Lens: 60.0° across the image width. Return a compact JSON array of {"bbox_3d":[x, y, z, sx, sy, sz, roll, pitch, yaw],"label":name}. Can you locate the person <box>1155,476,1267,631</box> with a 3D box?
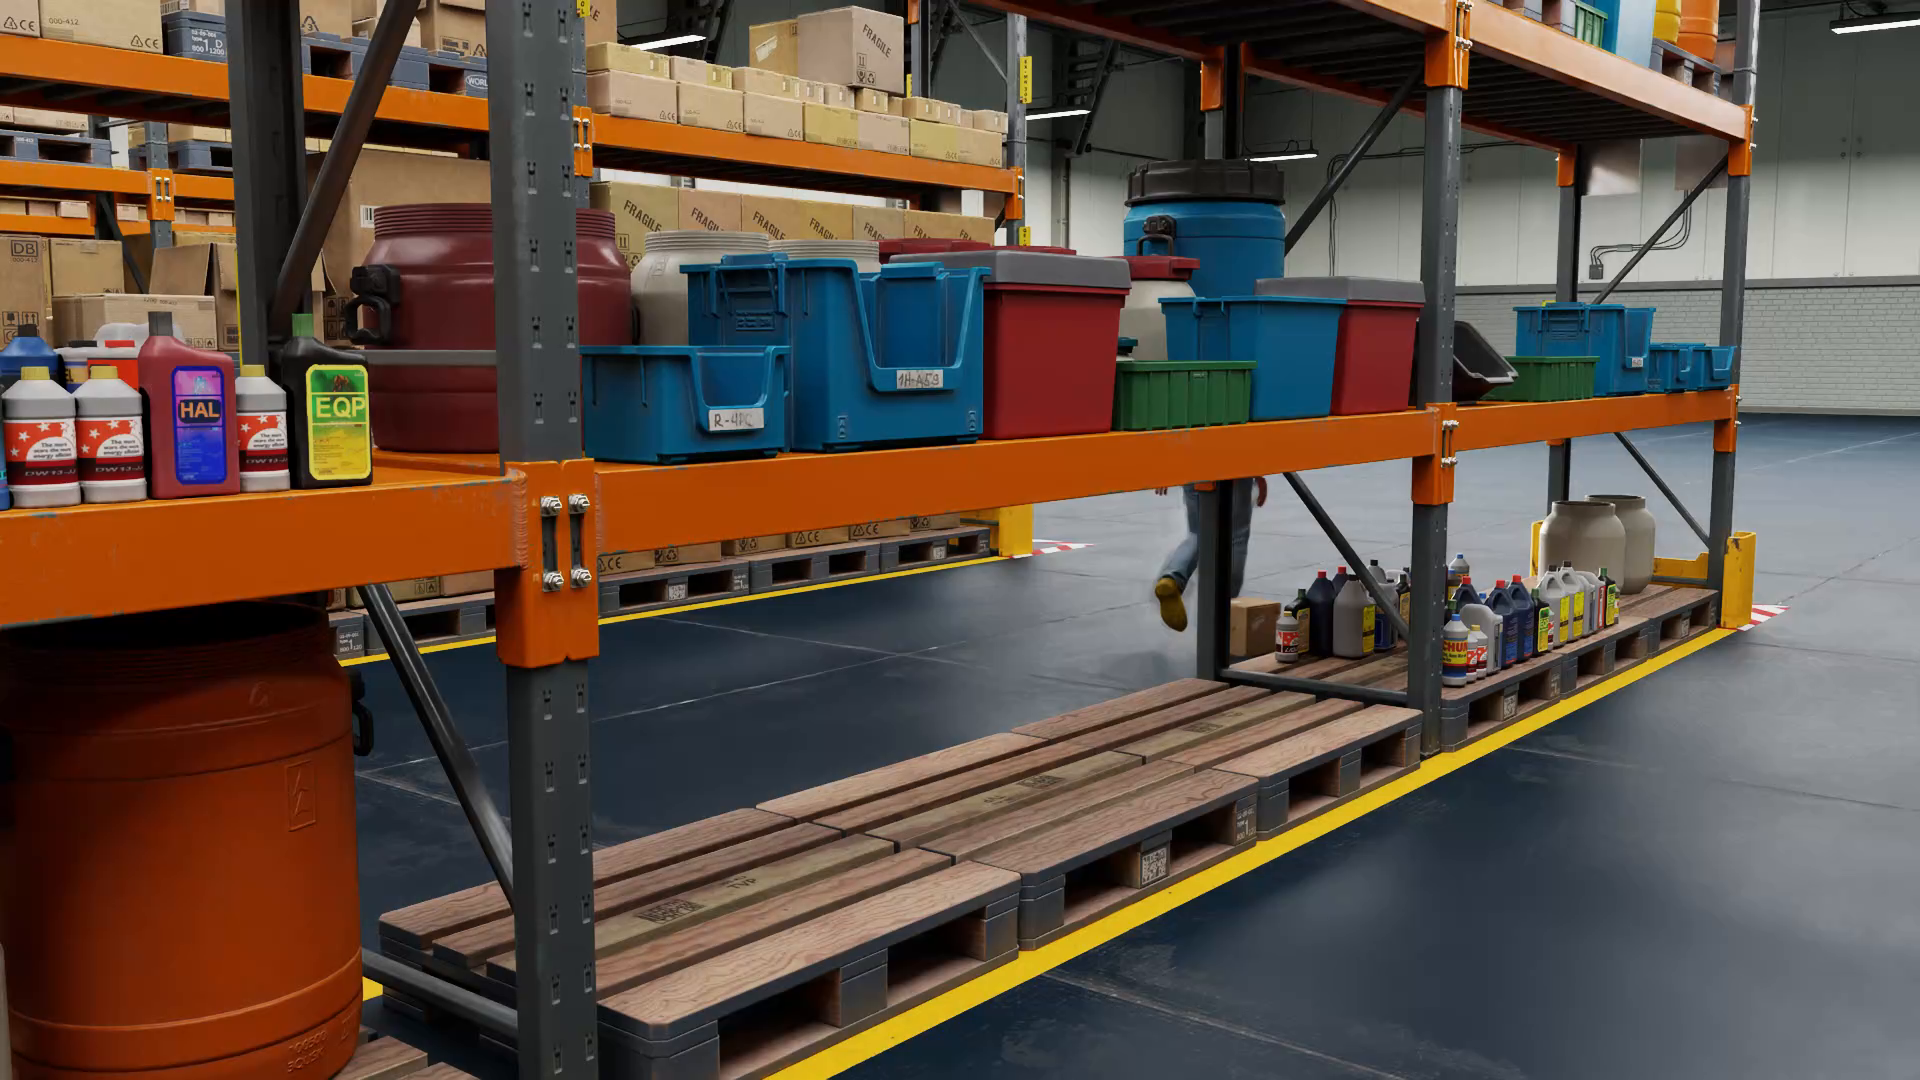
[{"bbox_3d":[1.252,-0.365,8.615,0.673,1.757,0.644,6,9,40],"label":"person"}]
